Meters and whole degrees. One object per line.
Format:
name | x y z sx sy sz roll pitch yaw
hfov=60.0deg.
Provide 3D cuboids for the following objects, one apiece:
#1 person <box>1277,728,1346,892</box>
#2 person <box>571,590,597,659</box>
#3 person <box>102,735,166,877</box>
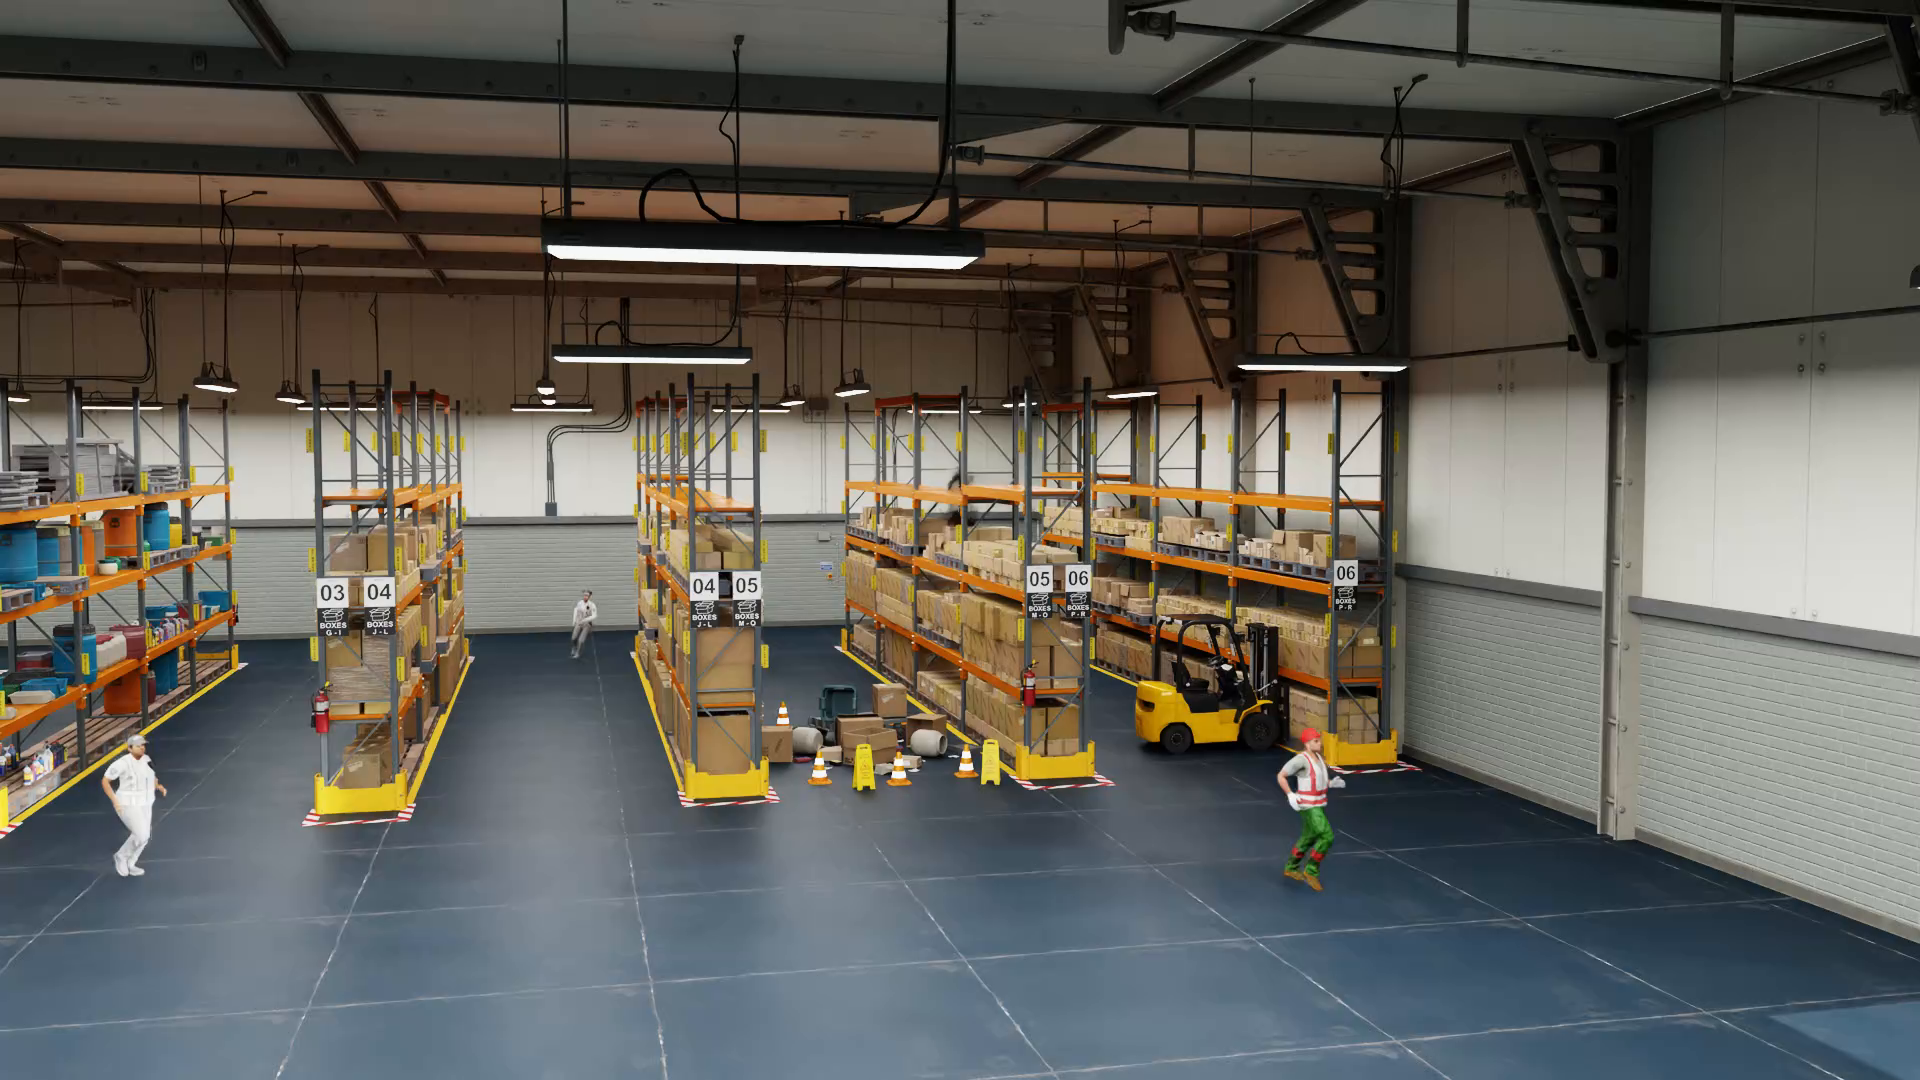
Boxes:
person | 3.970 3.028 18.711 0.735 1.817 0.641 2 4 35
person | -8.772 1.964 38.629 0.696 1.623 0.510 0 3 7
person | -9.508 3.070 19.261 0.564 1.632 0.612 1 3 16
